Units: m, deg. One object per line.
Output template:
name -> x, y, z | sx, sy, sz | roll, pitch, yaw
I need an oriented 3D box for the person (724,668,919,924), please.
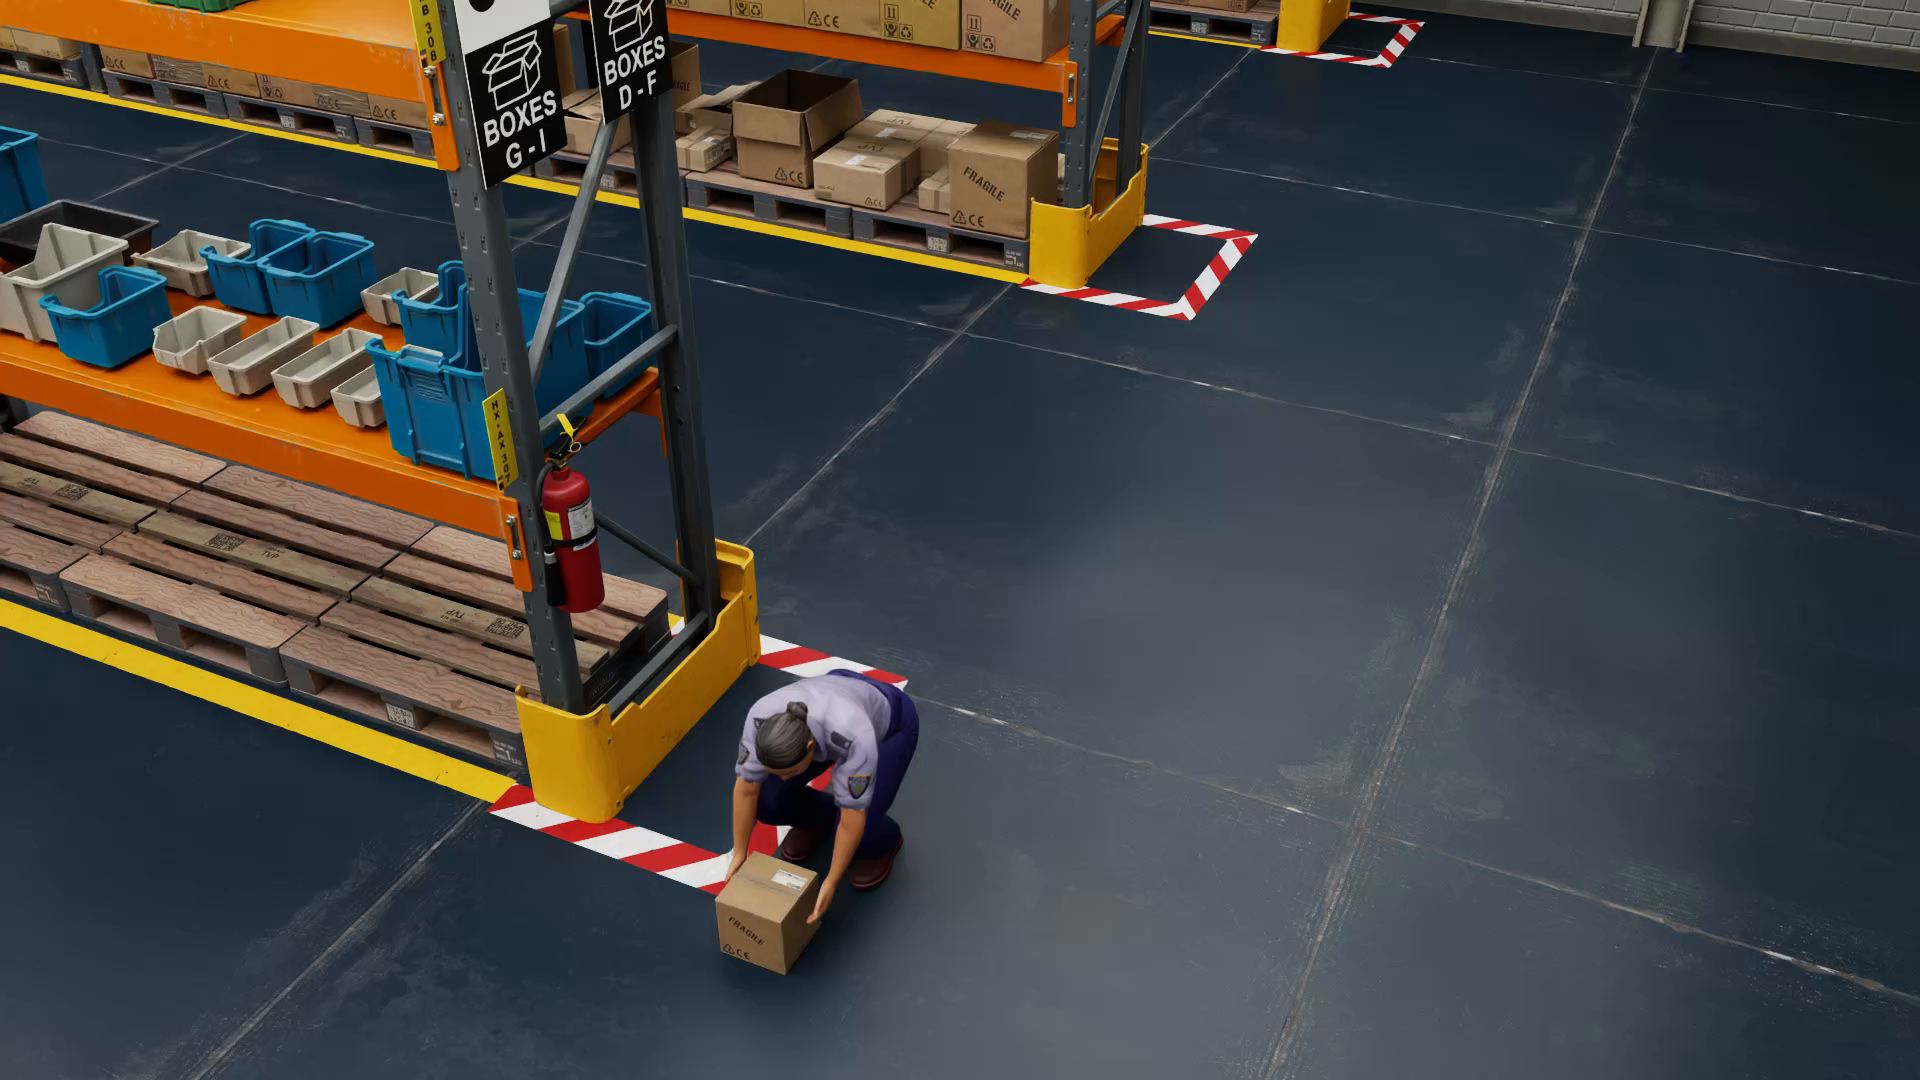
person -> -0.448, 0.790, 5.635 | 0.526, 0.923, 0.823 | 17, 37, 23
